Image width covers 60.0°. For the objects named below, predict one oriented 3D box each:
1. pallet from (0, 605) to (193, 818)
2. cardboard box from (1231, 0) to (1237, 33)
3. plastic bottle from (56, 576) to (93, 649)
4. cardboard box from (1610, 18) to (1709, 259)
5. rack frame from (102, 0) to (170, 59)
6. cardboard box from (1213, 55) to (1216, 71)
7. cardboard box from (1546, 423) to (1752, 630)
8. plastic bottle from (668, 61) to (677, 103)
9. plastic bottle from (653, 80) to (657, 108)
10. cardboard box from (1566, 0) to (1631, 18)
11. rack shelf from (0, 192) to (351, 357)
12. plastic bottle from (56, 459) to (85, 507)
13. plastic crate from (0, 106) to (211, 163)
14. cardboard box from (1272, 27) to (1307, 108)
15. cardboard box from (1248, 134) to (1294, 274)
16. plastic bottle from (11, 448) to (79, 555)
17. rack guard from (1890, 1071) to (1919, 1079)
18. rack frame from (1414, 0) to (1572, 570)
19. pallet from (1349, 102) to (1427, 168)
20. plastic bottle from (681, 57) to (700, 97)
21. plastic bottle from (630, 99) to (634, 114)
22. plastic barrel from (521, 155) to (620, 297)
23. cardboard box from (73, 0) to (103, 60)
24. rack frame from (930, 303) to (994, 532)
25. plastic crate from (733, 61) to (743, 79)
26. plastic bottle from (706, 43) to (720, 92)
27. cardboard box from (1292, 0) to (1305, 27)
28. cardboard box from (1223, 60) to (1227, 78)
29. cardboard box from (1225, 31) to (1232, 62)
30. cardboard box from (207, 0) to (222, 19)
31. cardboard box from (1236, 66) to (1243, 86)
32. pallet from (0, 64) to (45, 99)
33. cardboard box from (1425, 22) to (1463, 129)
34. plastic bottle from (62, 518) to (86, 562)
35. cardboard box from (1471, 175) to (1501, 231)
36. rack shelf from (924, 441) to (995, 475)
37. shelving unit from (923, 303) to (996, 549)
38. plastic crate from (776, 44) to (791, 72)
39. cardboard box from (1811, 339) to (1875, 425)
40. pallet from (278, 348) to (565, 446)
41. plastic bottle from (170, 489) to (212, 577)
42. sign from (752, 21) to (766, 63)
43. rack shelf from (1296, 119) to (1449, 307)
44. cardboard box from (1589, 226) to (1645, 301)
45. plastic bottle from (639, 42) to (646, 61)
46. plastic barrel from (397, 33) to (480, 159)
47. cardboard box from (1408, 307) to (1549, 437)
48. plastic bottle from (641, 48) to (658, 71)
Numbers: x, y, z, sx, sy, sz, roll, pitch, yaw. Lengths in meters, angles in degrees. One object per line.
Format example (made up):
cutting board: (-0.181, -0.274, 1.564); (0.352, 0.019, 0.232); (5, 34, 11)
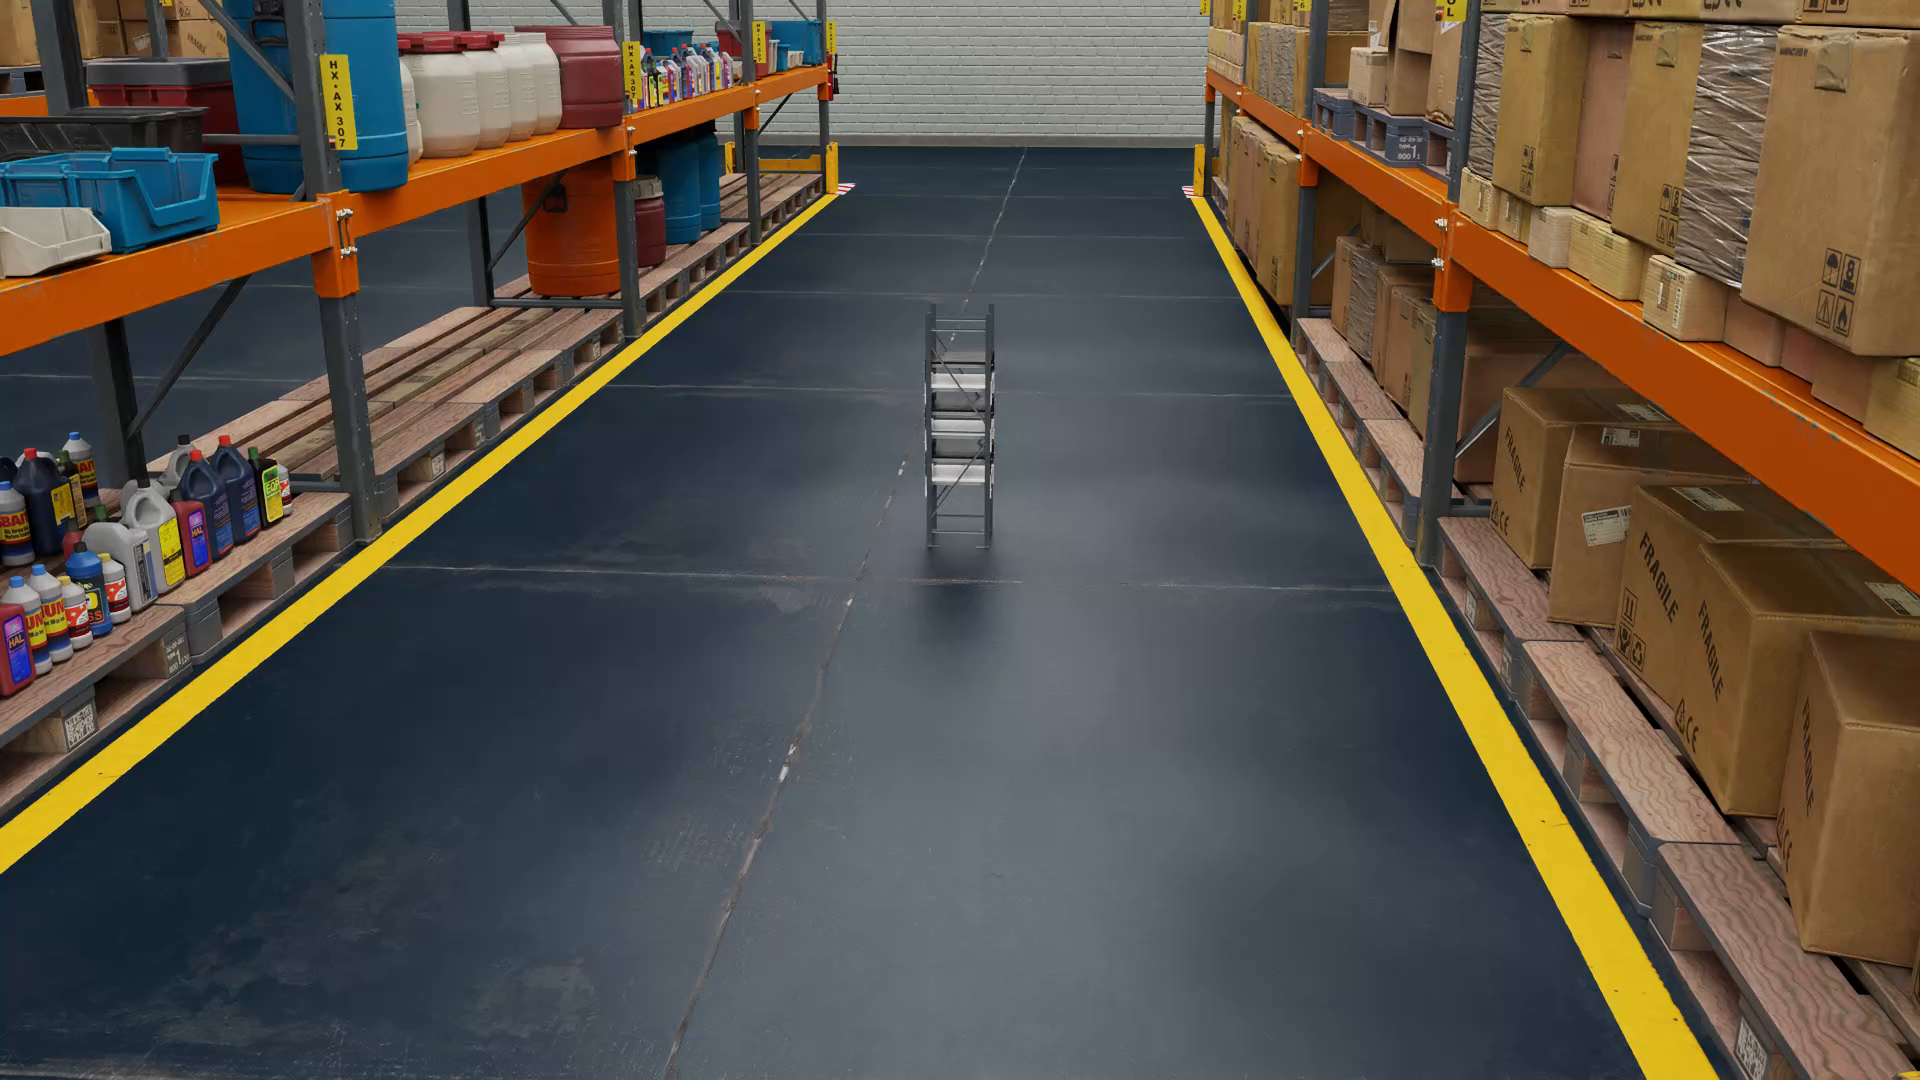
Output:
pallet: (-2.925, 0.478, 4.626); (1.003, 0.211, 1.213); (1, 18, 4)
cardboard box: (2.570, -4.540, 14.019); (0.500, 0.500, 0.500); (1, 18, 4)
plastic bottle: (-2.557, 0.204, 4.772); (0.097, 0.201, 0.097); (0, 18, 0)
cardboard box: (2.013, -0.908, 3.740); (0.875, 0.500, 0.500); (1, 18, 4)
rack frame: (-7.117, -4.031, 13.909); (1.000, 3.000, 0.127); (1, 18, 4)
cardboard box: (2.643, -4.589, 16.013); (0.380, 0.149, 0.250); (1, 18, 3)
cardboard box: (2.088, -0.035, 5.051); (0.500, 0.500, 0.500); (7, 20, 21)
plastic bottle: (-1.992, -3.137, 11.387); (0.097, 0.271, 0.097); (0, 18, 0)
plastic bottle: (-2.032, -2.931, 10.868); (0.097, 0.201, 0.097); (0, 18, 0)
cardboard box: (1.833, -1.544, 4.073); (0.500, 0.500, 0.500); (1, 18, 4)
rack shelf: (-2.894, -0.472, 4.201); (1.077, 0.370, 4.000); (1, 18, 4)
plastic bottle: (-3.218, -0.193, 5.984); (0.097, 0.201, 0.097); (0, 18, 0)
plastic crate: (-2.915, -1.246, 5.507); (0.767, 0.338, 0.504); (1, 18, 4)
cardboard box: (2.340, -3.089, 10.872); (0.500, 0.500, 0.500); (1, 18, 2)
cardboard box: (2.618, -2.247, 11.201); (1.225, 0.875, 0.875); (1, 18, 4)
plastic bottle: (-3.078, -0.141, 5.582); (0.144, 0.351, 0.185); (1, 18, 4)
rack guard: (1.909, 1.082, 2.317); (1.175, 0.500, 0.348); (1, 18, 4)
rack frame: (2.190, -1.324, 5.647); (1.000, 3.000, 0.127); (1, 18, 4)
pallet: (2.376, -1.860, 7.590); (1.003, 0.211, 1.213); (1, 18, 4)
plastic bottle: (-1.971, -3.347, 12.020); (0.152, 0.276, 0.135); (1, 18, 4)
plastic bottle: (-2.075, -2.779, 10.292); (0.097, 0.271, 0.097); (0, 18, 0)
plastic barrel: (-2.446, -1.998, 10.514); (0.600, 0.830, 0.708); (1, 18, 4)
cardboard box: (-7.374, -4.136, 13.394); (0.700, 0.500, 0.500); (-5, 19, -15)
rack frame: (0.008, -0.462, 6.387); (0.240, 0.900, 0.006); (1, 18, 4)
plastic crate: (-2.001, -3.964, 14.031); (0.396, 0.136, 0.243); (1, 18, 4)
plastic bottle: (-1.916, -3.603, 12.682); (0.144, 0.351, 0.185); (1, 18, 4)
cardboard box: (2.636, -3.728, 11.213); (0.797, 0.503, 0.637); (2, 18, 6)
cardboard box: (2.550, -4.191, 14.799); (0.380, 0.149, 0.250); (1, 18, 3)
cardboard box: (2.604, -4.341, 14.618); (0.500, 0.250, 0.500); (2, 18, 5)
cardboard box: (-6.766, -4.854, 14.654); (0.500, 0.500, 0.500); (1, 18, 2)
cardboard box: (2.458, -3.792, 13.581); (0.380, 0.149, 0.250); (1, 18, 4)
pallet: (-7.269, -3.302, 11.991); (1.003, 0.211, 1.213); (1, 18, 4)
cardboard box: (2.386, -2.053, 6.232); (1.000, 1.000, 1.000); (1, 18, 4)
plastic bottle: (-2.668, 0.061, 5.074); (0.061, 0.283, 0.133); (1, 18, 4)
cardboard box: (1.844, -1.068, 5.267); (0.380, 0.149, 0.250); (1, 18, 4)
rack shelf: (0.001, -0.313, 6.329); (0.258, 0.077, 0.200); (1, 18, 4)
shelving unit: (0.001, -0.430, 6.291); (0.258, 0.900, 0.210); (1, 18, 4)
plastic crate: (-1.782, -4.467, 15.412); (0.416, 0.233, 0.300); (1, 18, 4)
cardboard box: (1.736, -0.289, 2.893); (0.380, 0.149, 0.250); (1, 18, 4)
pallet: (-2.648, -0.734, 8.326); (1.003, 0.211, 1.213); (1, 18, 4)
plastic bottle: (-2.493, -0.036, 5.370); (0.061, 0.283, 0.133); (3, 18, 8)
sign: (-1.628, -4.038, 13.485); (0.100, 0.325, 0.005); (1, 18, 4)
rack shelf: (2.333, -1.604, 7.655); (1.077, 0.370, 4.000); (1, 18, 4)
cardboard box: (1.780, -0.679, 4.081); (0.380, 0.149, 0.250); (1, 18, 4)
plastic bottle: (-2.528, -3.781, 13.225); (0.144, 0.351, 0.185); (1, 18, 4)
plastic barrel: (-2.410, -2.020, 7.551); (0.433, 0.535, 0.433); (0, 18, 0)
cardboard box: (2.308, -0.683, 6.999); (0.700, 0.500, 0.500); (1, 18, 4)
plastic bottle: (-2.157, -3.223, 11.520); (0.144, 0.351, 0.185); (1, 18, 4)
